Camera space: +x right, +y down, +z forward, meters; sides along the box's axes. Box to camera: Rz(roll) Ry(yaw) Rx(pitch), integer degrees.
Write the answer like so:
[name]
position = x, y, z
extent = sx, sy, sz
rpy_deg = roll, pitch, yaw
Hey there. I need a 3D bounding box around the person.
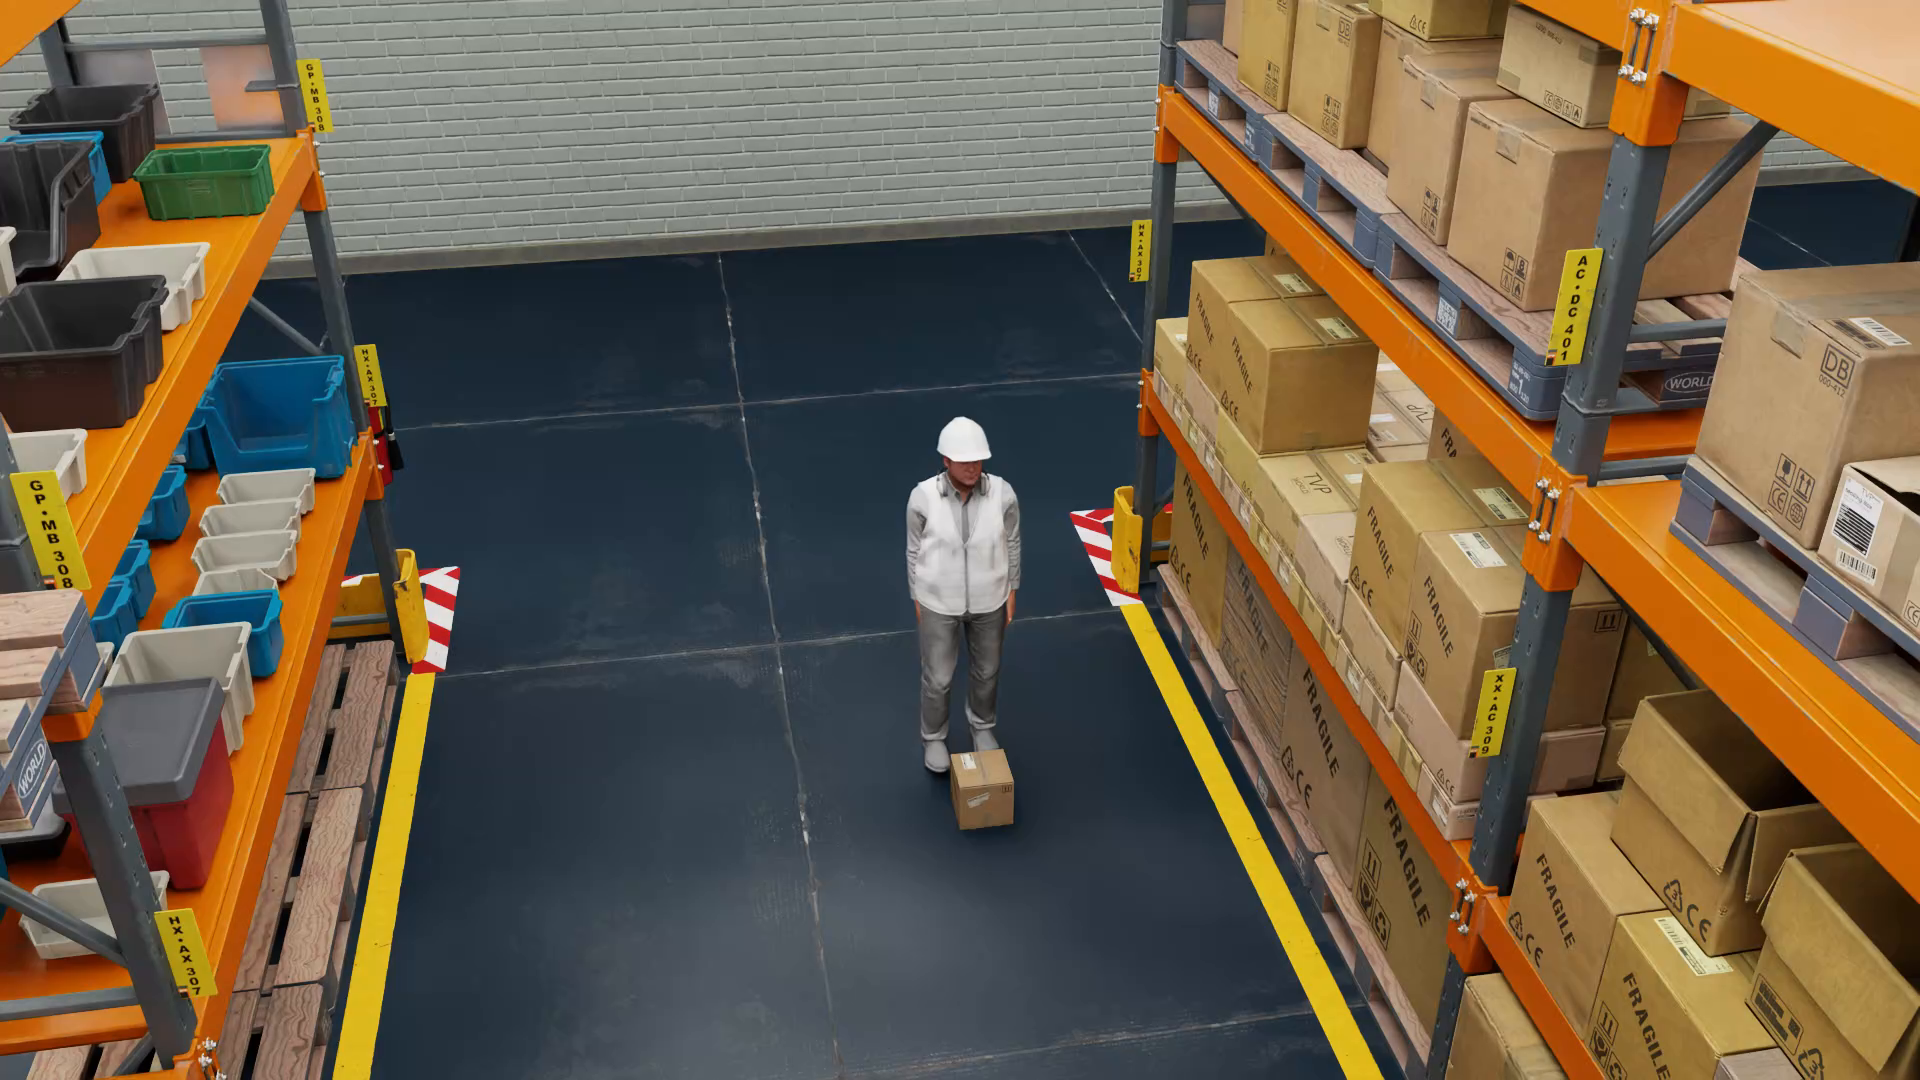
[person]
position = 0.024, 0.267, 7.674
extent = 0.531, 1.777, 0.390
rpy_deg = -5, 31, -8
